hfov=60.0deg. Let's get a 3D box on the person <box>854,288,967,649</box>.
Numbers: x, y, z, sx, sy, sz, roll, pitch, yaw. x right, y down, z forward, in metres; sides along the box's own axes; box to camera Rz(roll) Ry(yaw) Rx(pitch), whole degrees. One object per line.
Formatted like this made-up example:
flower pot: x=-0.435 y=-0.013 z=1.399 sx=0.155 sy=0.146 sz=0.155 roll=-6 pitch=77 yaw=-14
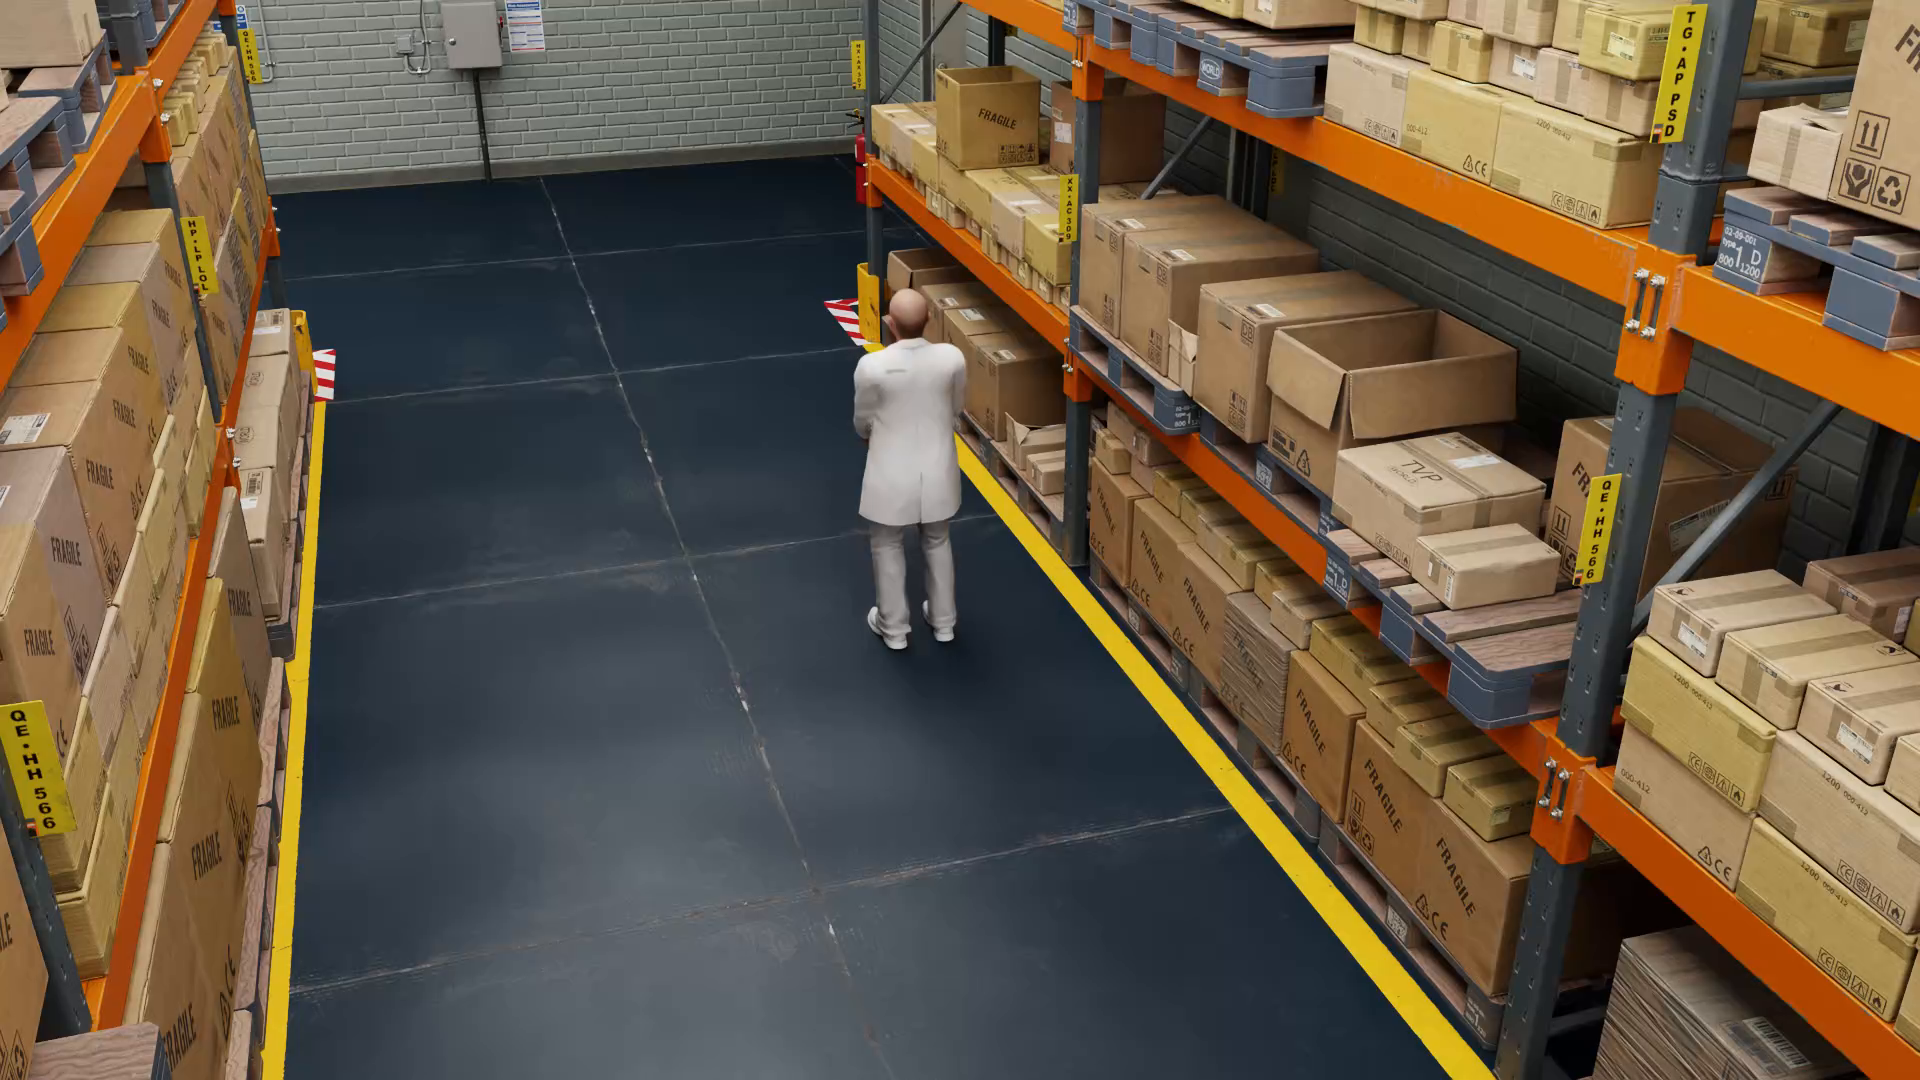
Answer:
person: x=-0.263 y=-0.377 z=7.901 sx=0.537 sy=1.777 sz=0.548 roll=-8 pitch=27 yaw=-16
